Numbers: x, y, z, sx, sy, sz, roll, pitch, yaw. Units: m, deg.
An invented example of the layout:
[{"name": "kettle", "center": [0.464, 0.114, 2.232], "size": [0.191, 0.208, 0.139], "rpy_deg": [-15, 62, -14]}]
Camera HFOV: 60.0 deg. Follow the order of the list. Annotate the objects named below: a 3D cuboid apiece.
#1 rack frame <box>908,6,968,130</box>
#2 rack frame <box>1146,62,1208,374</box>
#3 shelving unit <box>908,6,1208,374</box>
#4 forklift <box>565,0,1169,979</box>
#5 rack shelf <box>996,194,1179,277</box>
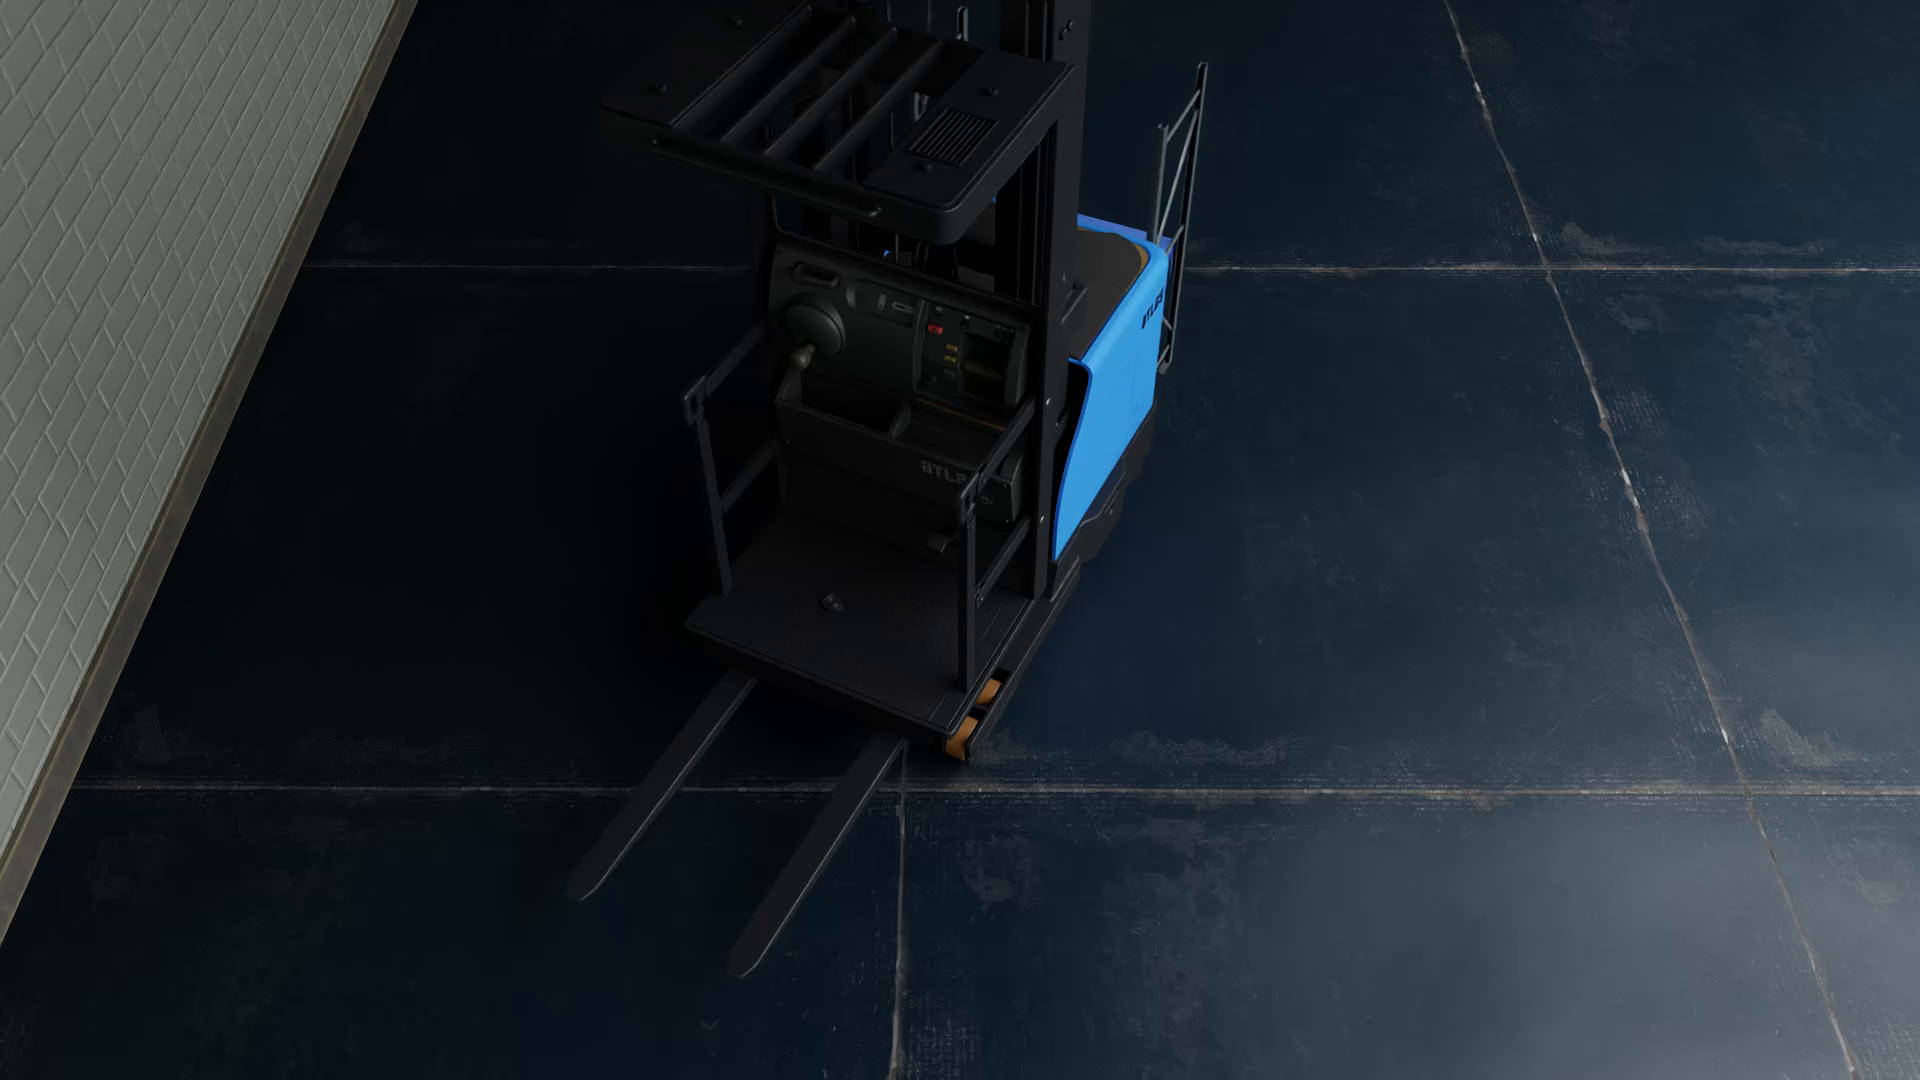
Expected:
[{"name": "rack frame", "center": [-0.085, -1.473, 7.096], "size": [0.032, 1.500, 0.500], "rpy_deg": [18, 50, 16]}, {"name": "rack frame", "center": [0.841, -1.166, 6.810], "size": [0.032, 1.500, 0.500], "rpy_deg": [18, 50, 16]}, {"name": "shelving unit", "center": [0.378, -1.319, 6.953], "size": [1.048, 1.500, 0.538], "rpy_deg": [18, 50, 16]}, {"name": "forklift", "center": [-0.302, -0.580, 5.287], "size": [1.130, 2.935, 3.031], "rpy_deg": [20, 50, 18]}, {"name": "rack shelf", "center": [0.378, -1.197, 7.085], "size": [1.000, 0.185, 0.538], "rpy_deg": [18, 50, 16]}]
